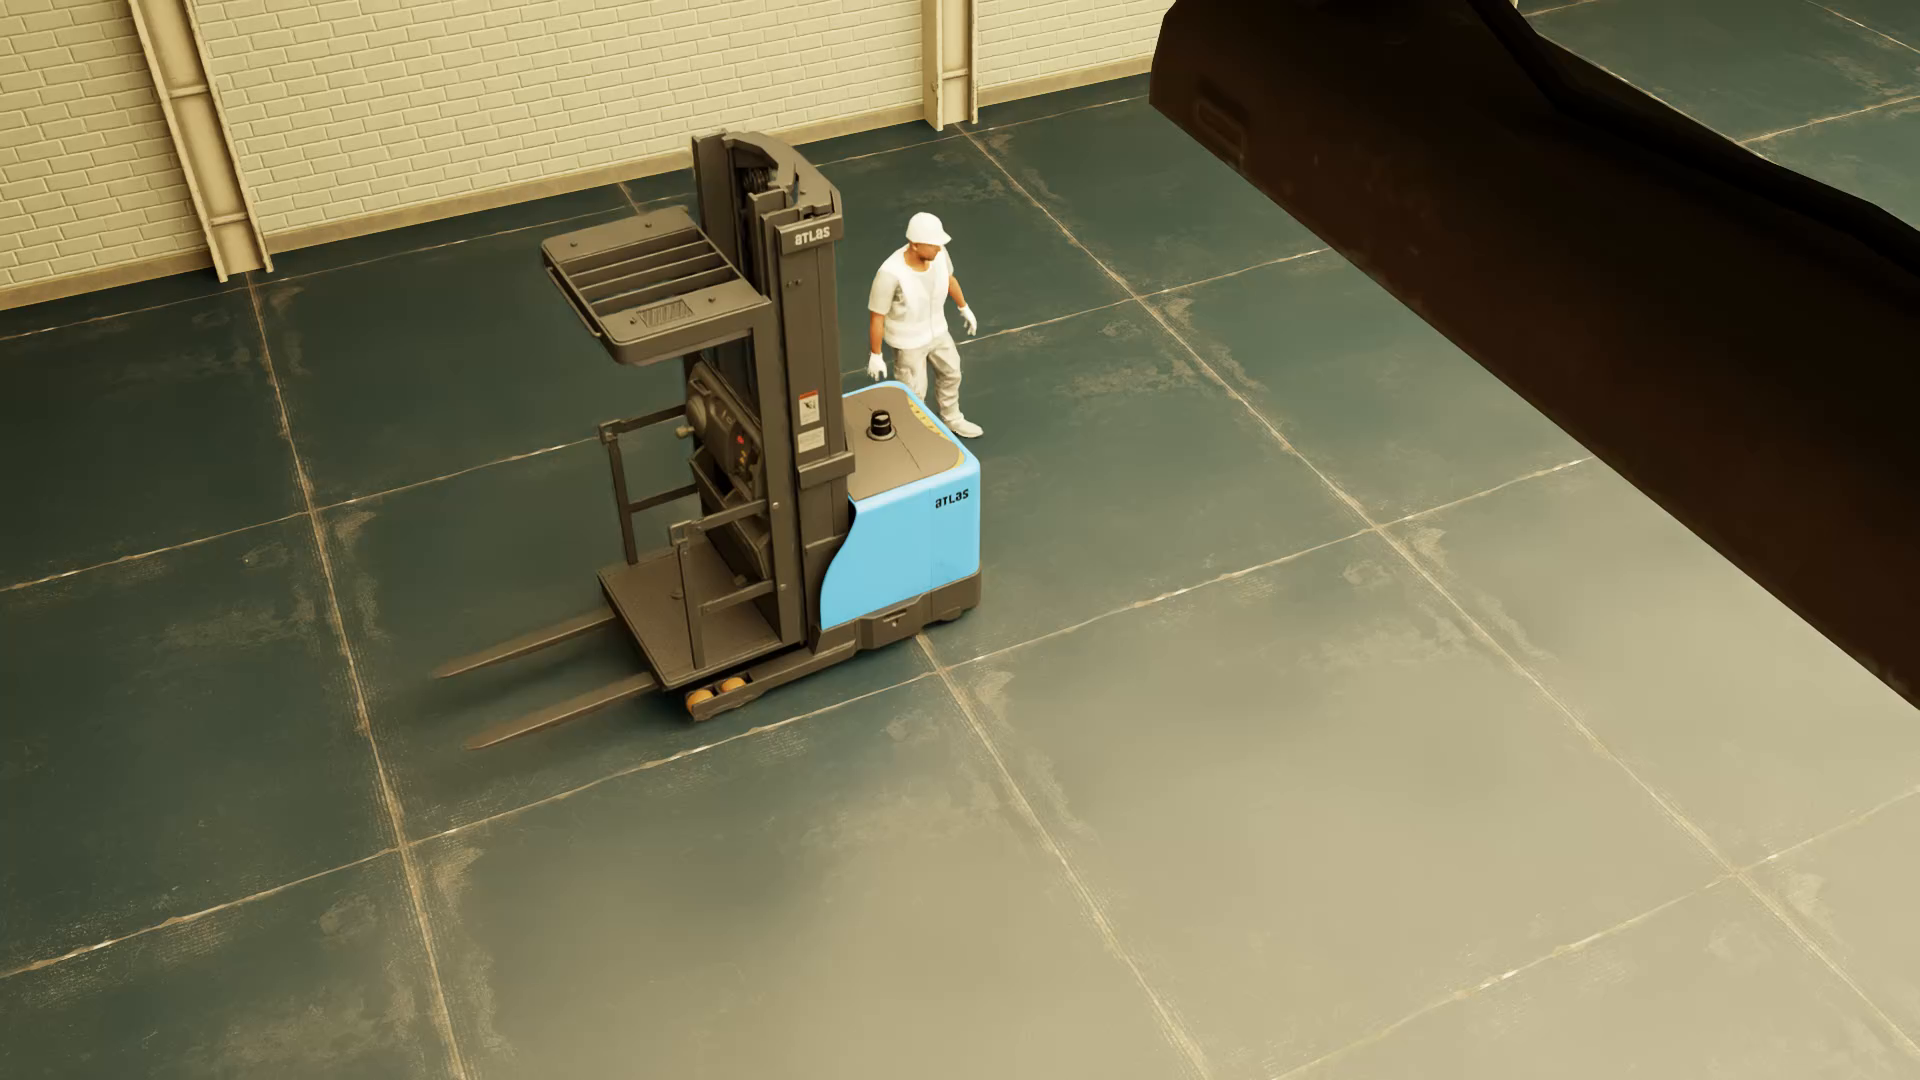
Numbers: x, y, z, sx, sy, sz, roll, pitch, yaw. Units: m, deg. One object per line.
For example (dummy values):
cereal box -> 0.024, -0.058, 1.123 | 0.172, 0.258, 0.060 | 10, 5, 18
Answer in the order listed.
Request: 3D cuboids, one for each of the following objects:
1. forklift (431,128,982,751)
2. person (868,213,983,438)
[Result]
forklift -> -1.411, -0.526, 8.647 | 3.031, 2.935, 1.130 | -20, 44, -22
person -> -0.239, -1.283, 10.473 | 0.414, 1.754, 0.812 | 30, 48, 31
